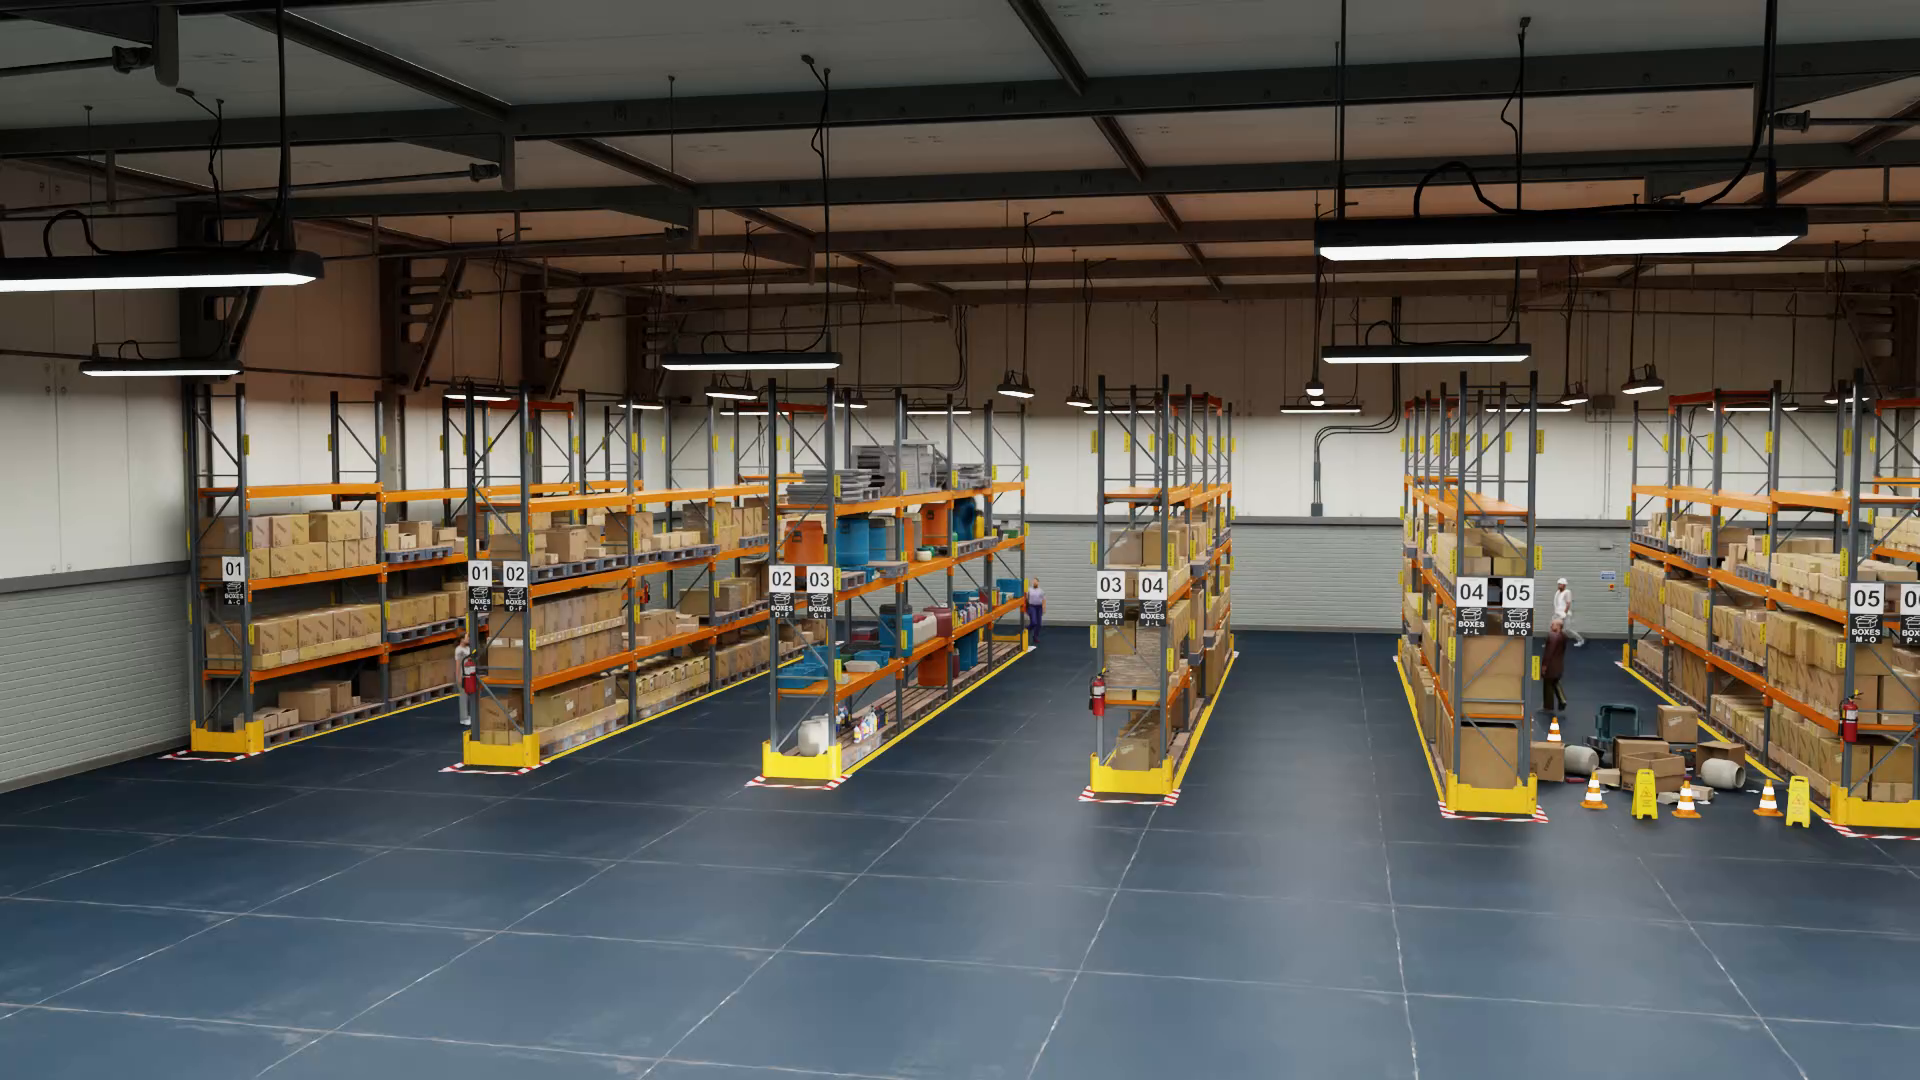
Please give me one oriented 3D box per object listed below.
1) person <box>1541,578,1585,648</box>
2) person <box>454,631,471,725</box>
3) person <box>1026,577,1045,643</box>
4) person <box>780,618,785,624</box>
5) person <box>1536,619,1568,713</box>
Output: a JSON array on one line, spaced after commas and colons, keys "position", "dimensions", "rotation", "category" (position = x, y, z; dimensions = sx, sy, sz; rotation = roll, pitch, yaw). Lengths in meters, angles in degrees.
[{"position": [14.751, 1.806, 40.637], "dimensions": [1.010, 1.741, 0.622], "rotation": [0, 3, -4], "category": "person"}, {"position": [-8.889, 2.467, 29.899], "dimensions": [0.495, 1.681, 0.514], "rotation": [1, 4, 23], "category": "person"}, {"position": [1.912, 1.766, 41.906], "dimensions": [0.490, 1.638, 0.459], "rotation": [-2, 4, -34], "category": "person"}, {"position": [-4.654, 1.747, 42.797], "dimensions": [0.441, 1.609, 0.351], "rotation": [-1, 3, -13], "category": "person"}, {"position": [11.032, 2.344, 30.986], "dimensions": [0.605, 1.776, 0.571], "rotation": [-2, 4, -25], "category": "person"}]
